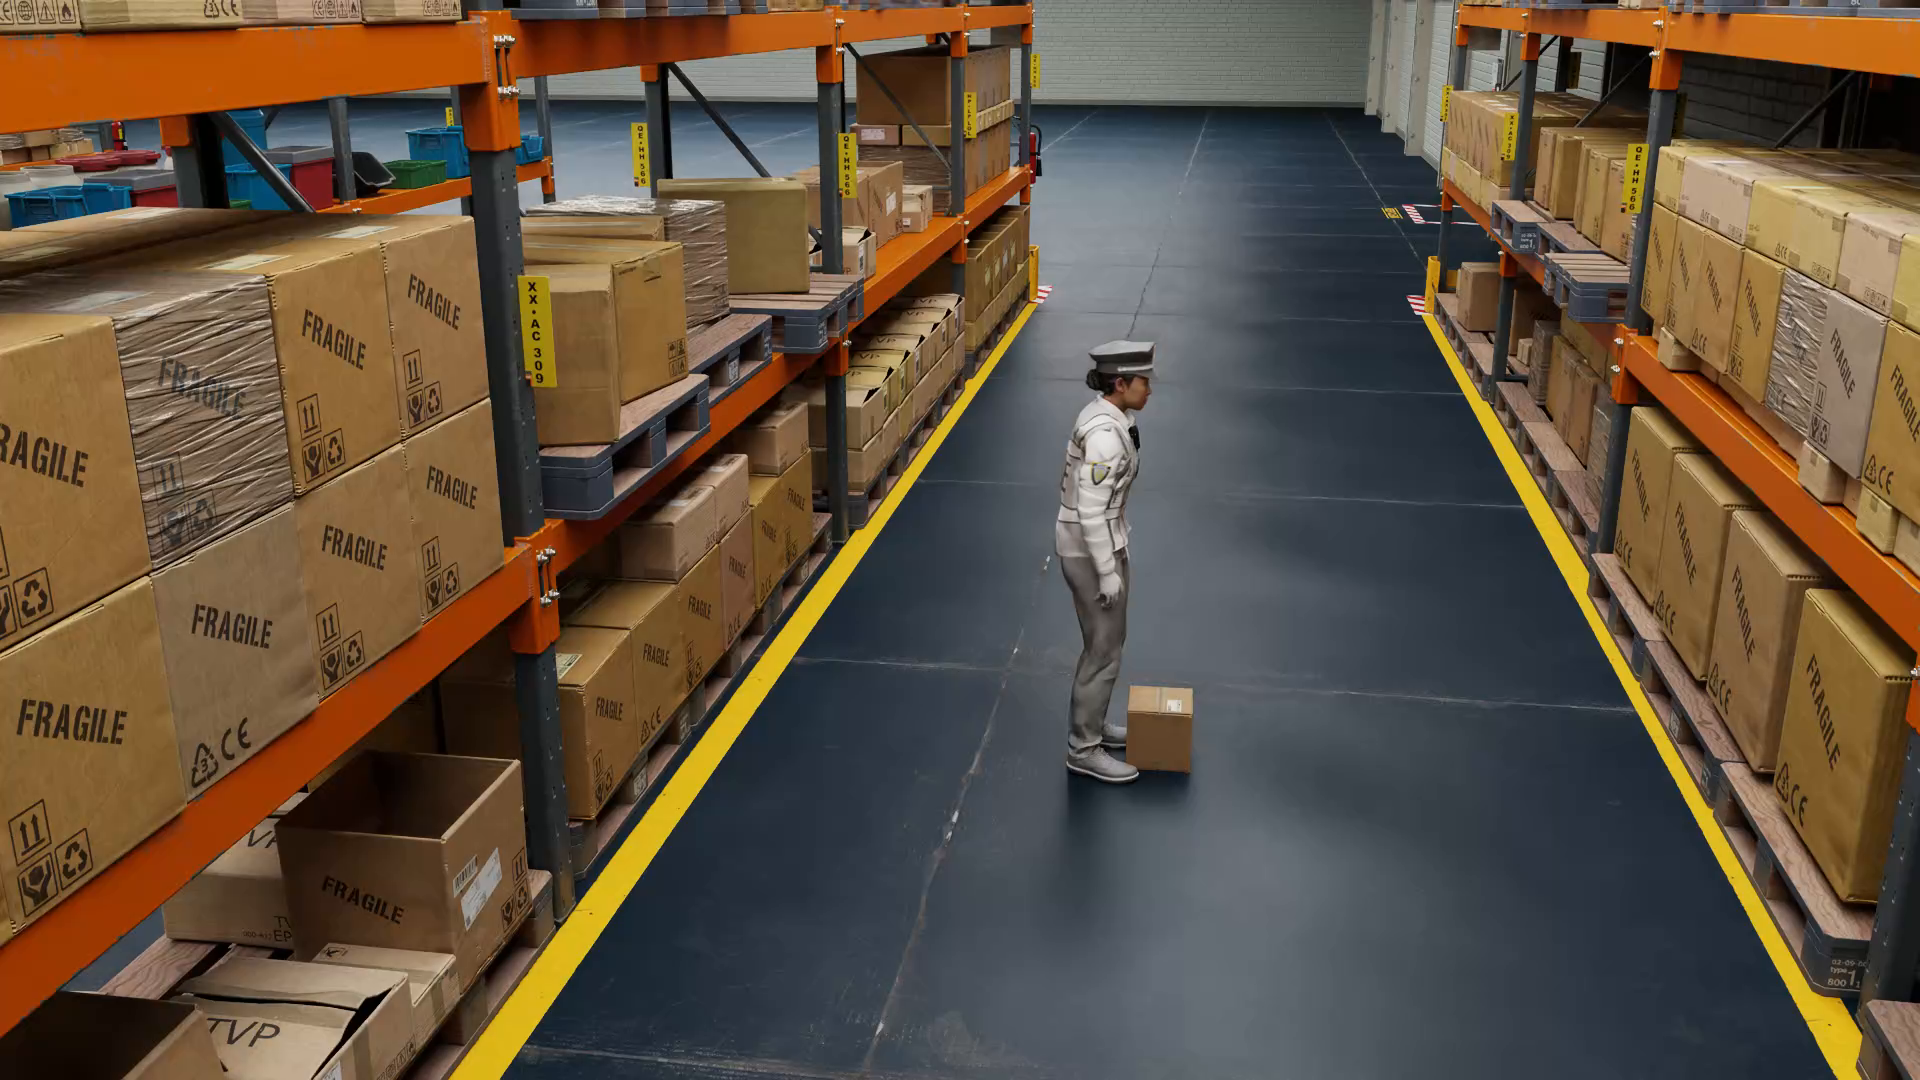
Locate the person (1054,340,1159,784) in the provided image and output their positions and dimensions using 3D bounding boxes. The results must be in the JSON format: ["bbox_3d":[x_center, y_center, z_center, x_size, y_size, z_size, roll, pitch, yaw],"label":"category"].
[{"bbox_3d":[0.546,0.063,6.353,0.373,1.663,0.529,3,18,9],"label":"person"}]
